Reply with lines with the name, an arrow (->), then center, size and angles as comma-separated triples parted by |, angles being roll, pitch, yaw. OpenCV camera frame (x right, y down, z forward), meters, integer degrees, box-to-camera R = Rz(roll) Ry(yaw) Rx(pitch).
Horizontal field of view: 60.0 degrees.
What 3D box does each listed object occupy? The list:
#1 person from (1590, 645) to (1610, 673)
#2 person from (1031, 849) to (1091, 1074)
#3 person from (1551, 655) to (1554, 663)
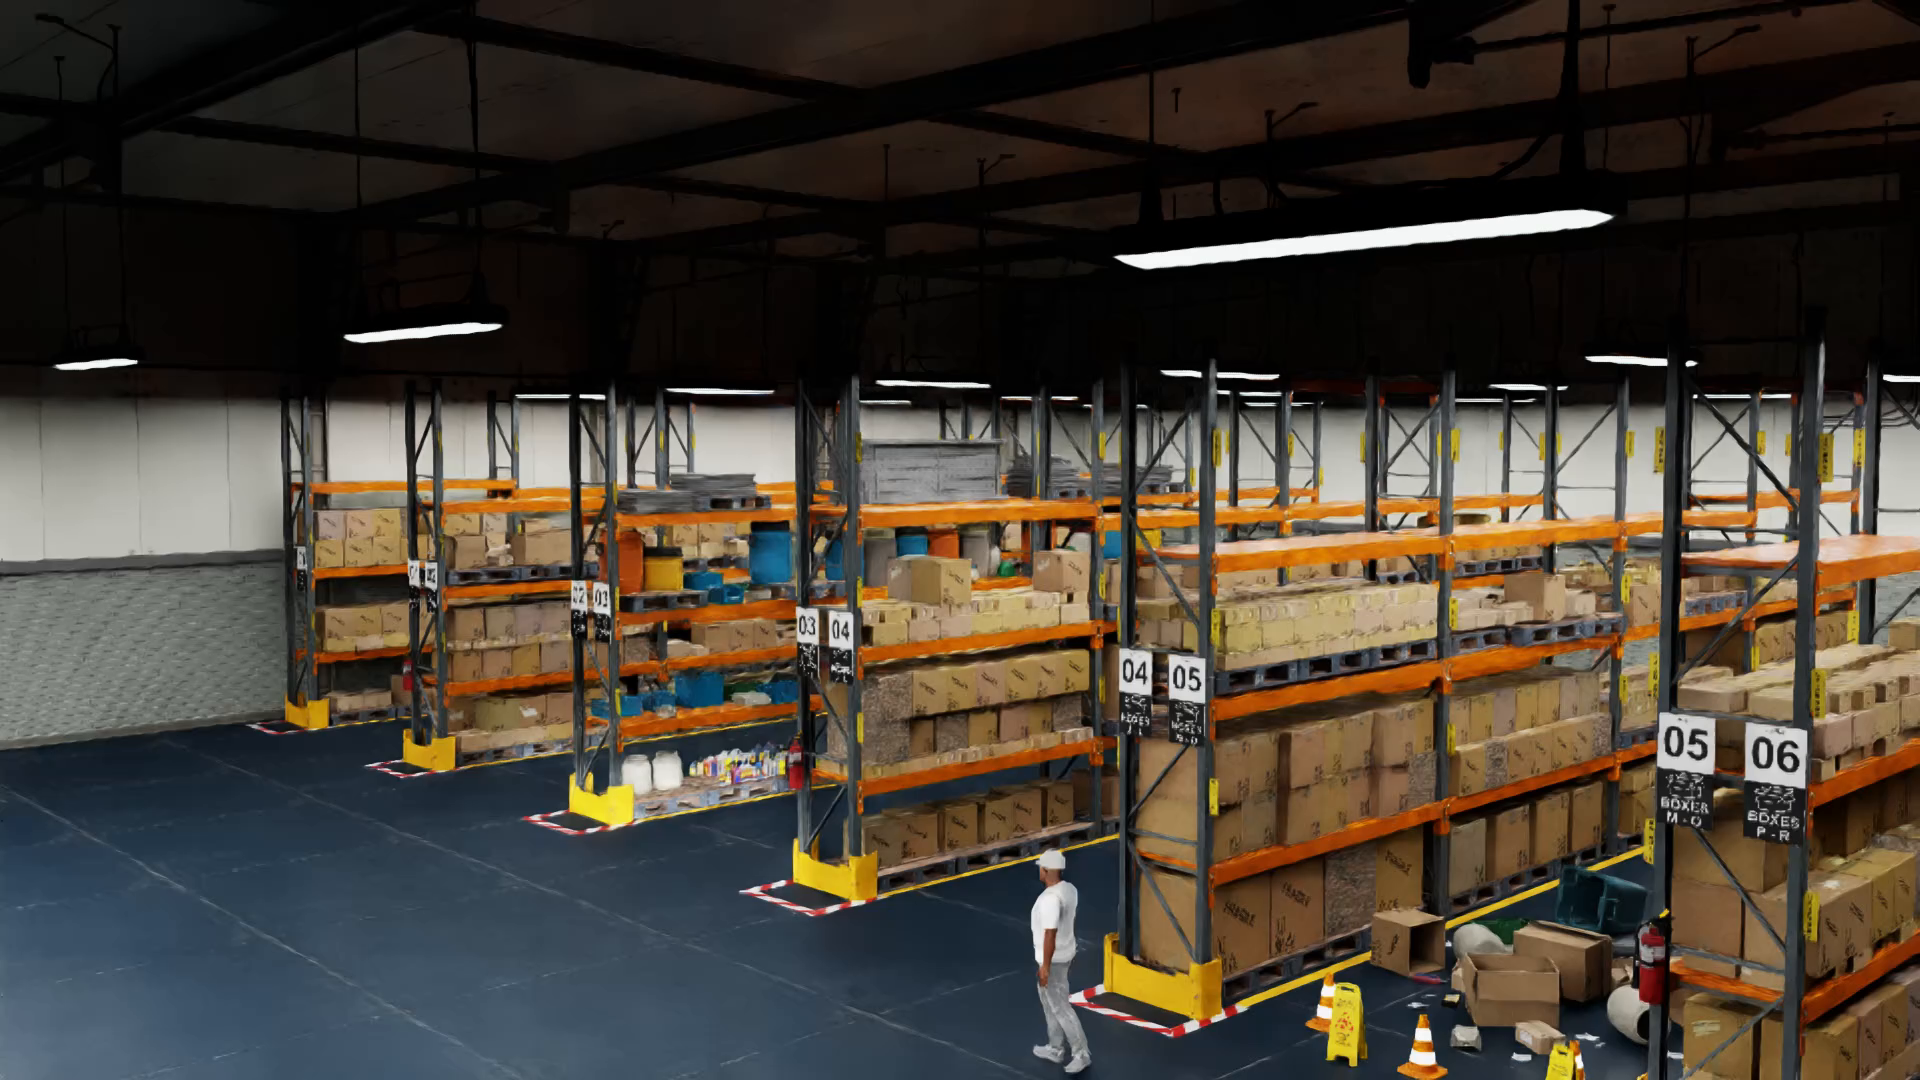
person -> 12.405, 2.247, 32.066 | 0.491, 1.718, 0.706 | 1, 4, 14
person -> 0.829, 3.424, 13.621 | 0.550, 1.758, 0.630 | 1, 4, 18
person -> 9.585, 2.619, 27.134 | 0.488, 1.586, 1.079 | 4, 5, 44
